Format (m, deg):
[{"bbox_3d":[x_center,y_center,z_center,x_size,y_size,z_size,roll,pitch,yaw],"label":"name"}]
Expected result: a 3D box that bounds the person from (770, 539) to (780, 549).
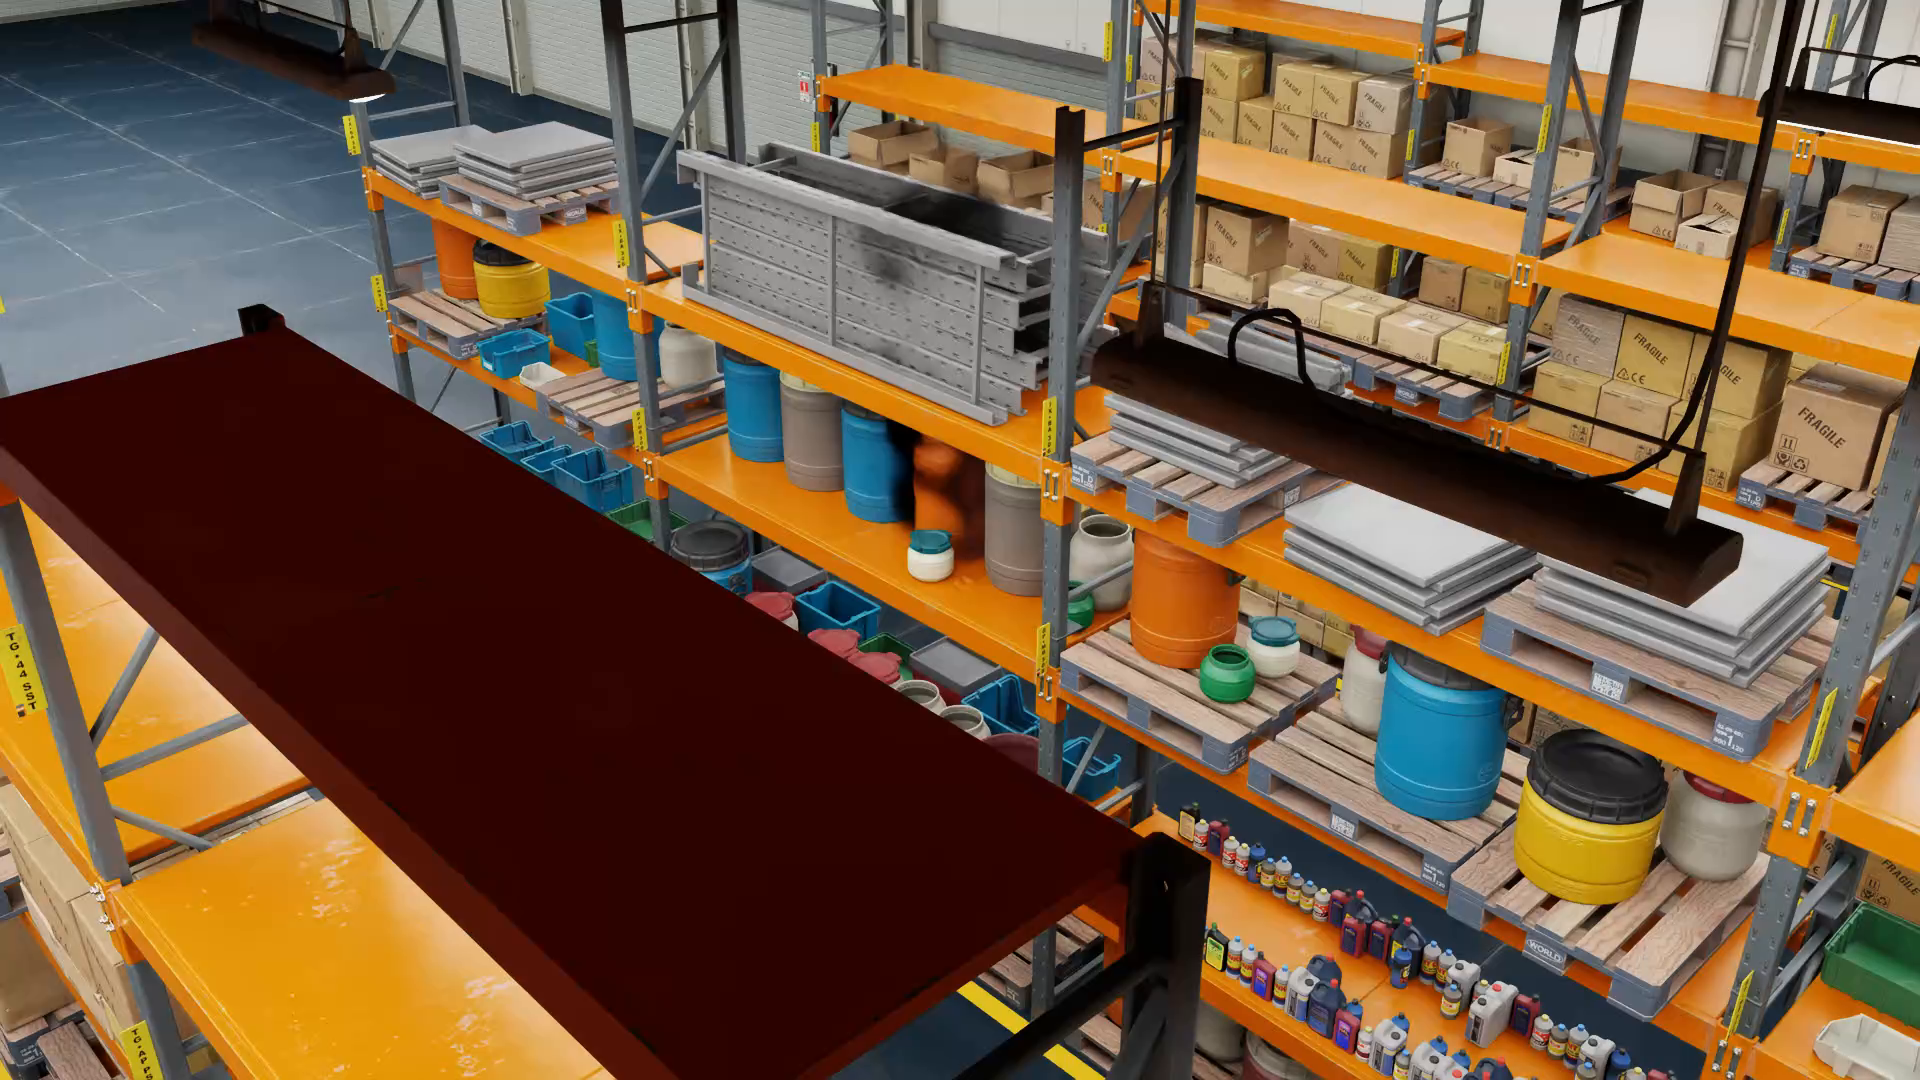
[{"bbox_3d":[-1.515,0.035,14.984,0.581,1.646,0.613,25,37,38],"label":"person"}]
